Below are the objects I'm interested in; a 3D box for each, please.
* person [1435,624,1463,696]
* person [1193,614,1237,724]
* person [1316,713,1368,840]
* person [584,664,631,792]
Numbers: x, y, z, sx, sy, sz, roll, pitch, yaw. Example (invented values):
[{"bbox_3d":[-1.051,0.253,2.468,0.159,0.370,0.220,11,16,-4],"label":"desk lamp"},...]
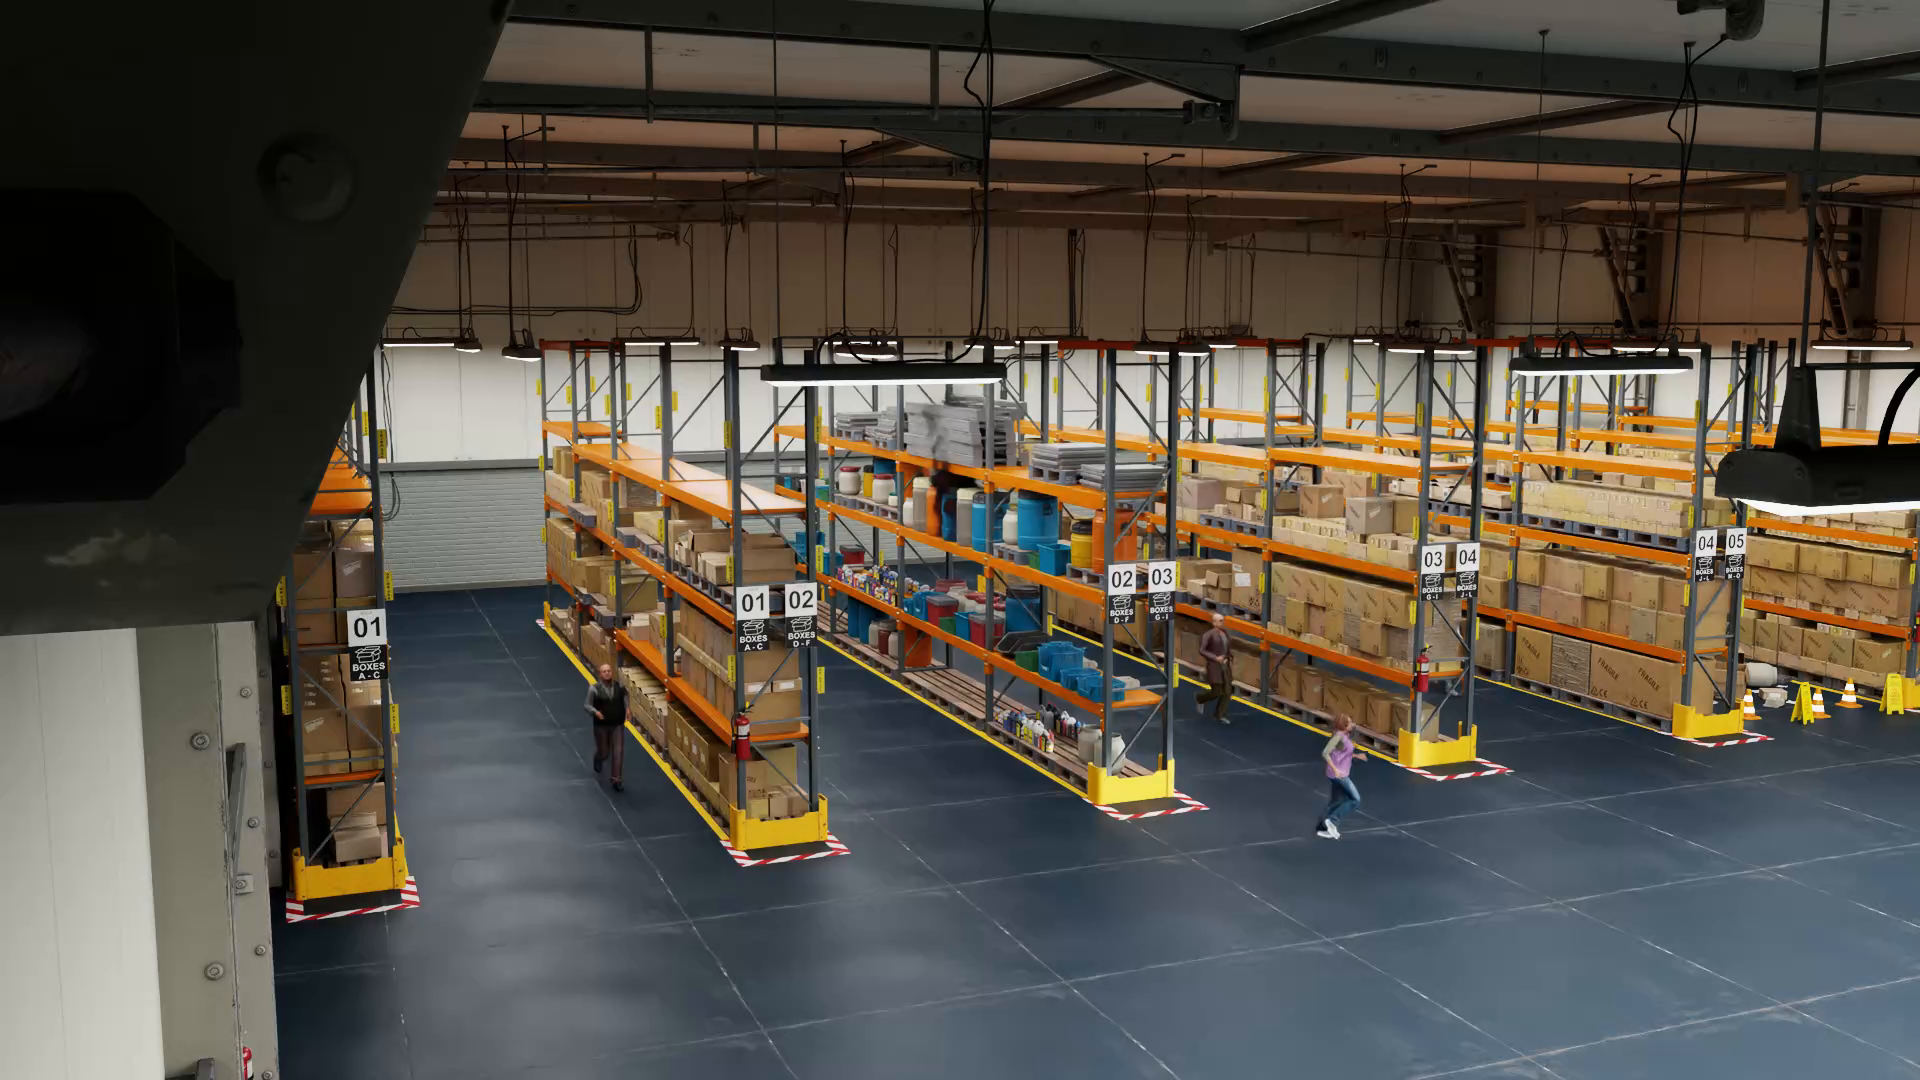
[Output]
[{"bbox_3d":[8.340,1.792,28.596,0.632,1.677,0.759,-3,8,-24],"label":"person"},{"bbox_3d":[4.070,2.030,26.474,0.709,1.737,0.757,-5,9,-36],"label":"person"},{"bbox_3d":[4.708,2.898,20.432,0.589,1.567,0.514,2,8,13],"label":"person"},{"bbox_3d":[-4.792,2.537,22.756,0.676,1.689,0.971,-4,8,-25],"label":"person"}]
